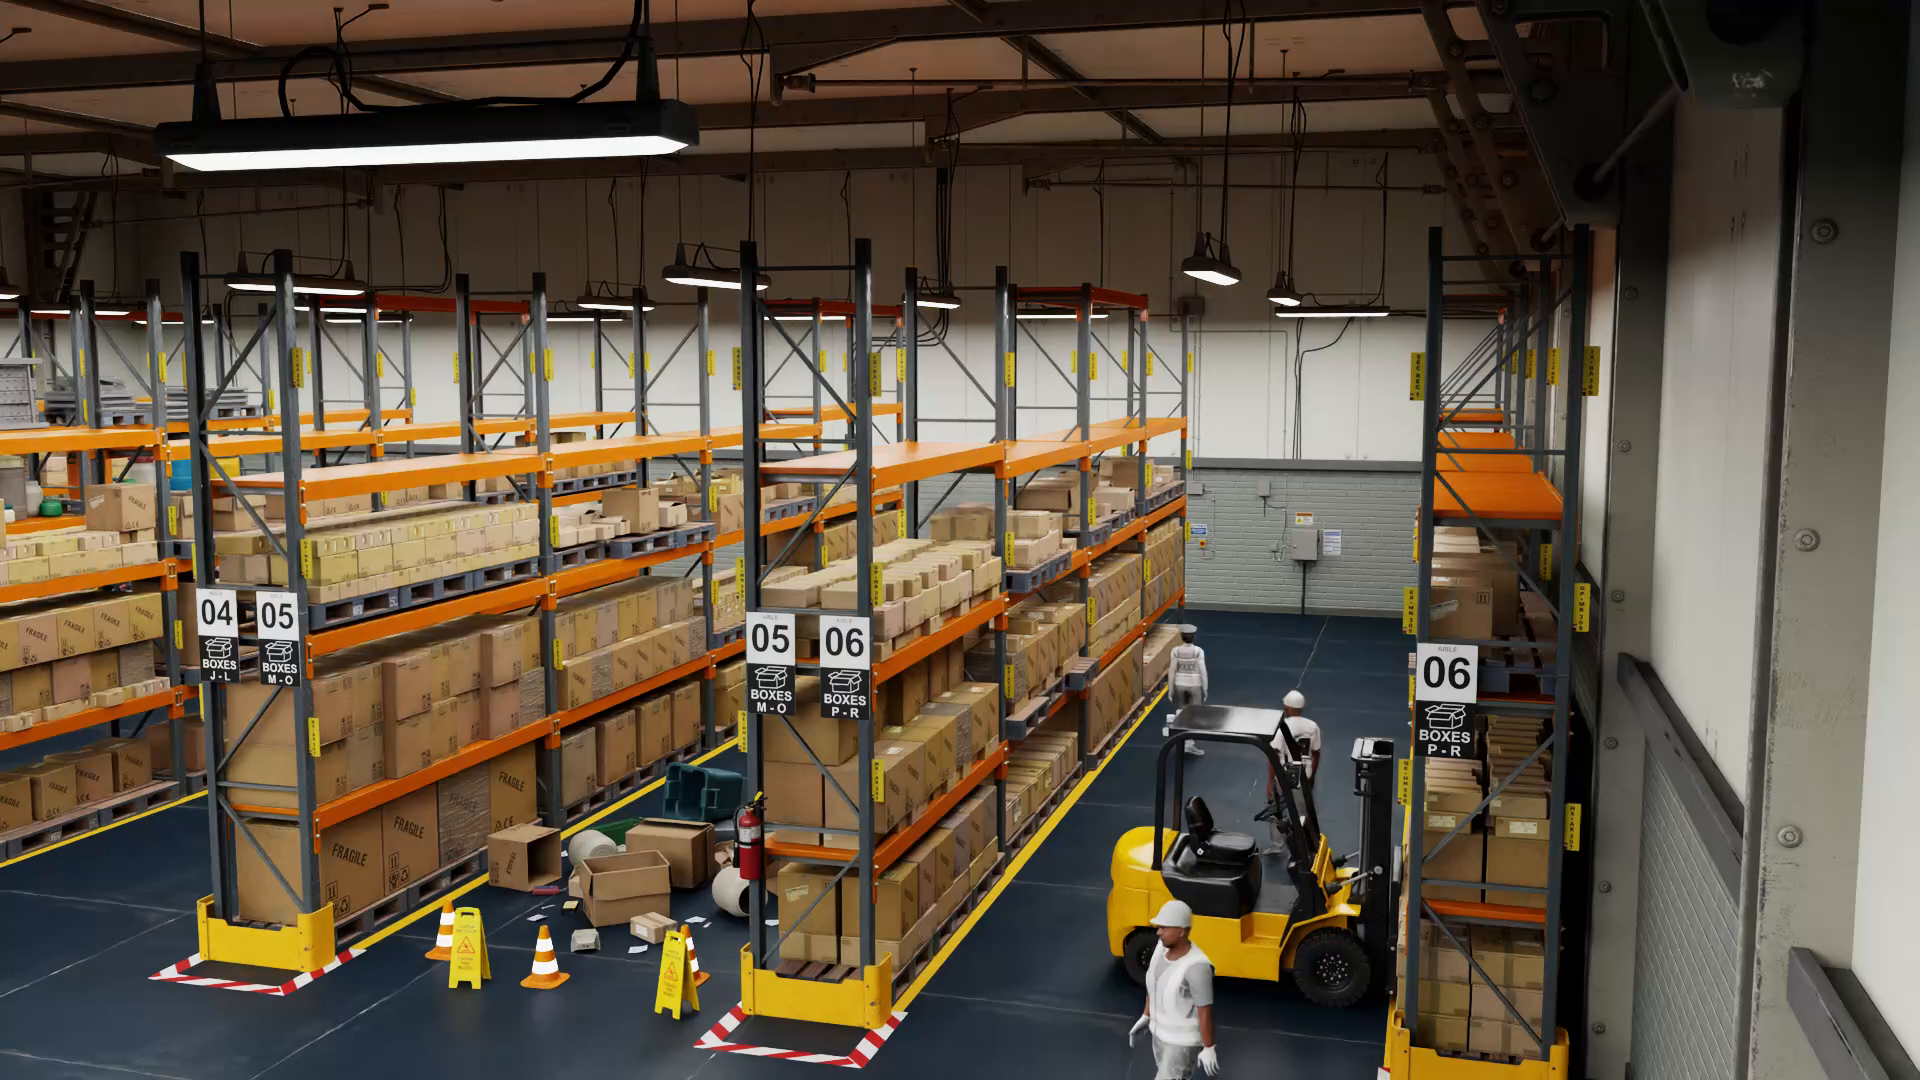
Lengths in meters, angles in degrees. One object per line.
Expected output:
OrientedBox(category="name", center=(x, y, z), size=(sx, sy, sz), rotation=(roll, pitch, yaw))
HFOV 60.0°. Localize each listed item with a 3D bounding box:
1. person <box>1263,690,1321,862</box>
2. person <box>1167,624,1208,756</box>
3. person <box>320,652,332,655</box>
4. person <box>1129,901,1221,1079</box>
OrientedBox(category="person", center=(3.374, 2.412, 16.839), size=(0.579, 1.763, 0.599), rotation=(0, 6, 0))
OrientedBox(category="person", center=(2.938, 1.935, 21.512), size=(0.514, 1.682, 0.463), rotation=(2, 7, 20))
OrientedBox(category="person", center=(-7.249, 2.139, 19.465), size=(0.636, 1.745, 0.624), rotation=(2, 7, 15))
OrientedBox(category="person", center=(1.387, 3.120, 10.444), size=(0.852, 1.772, 0.544), rotation=(-2, 7, -19))
